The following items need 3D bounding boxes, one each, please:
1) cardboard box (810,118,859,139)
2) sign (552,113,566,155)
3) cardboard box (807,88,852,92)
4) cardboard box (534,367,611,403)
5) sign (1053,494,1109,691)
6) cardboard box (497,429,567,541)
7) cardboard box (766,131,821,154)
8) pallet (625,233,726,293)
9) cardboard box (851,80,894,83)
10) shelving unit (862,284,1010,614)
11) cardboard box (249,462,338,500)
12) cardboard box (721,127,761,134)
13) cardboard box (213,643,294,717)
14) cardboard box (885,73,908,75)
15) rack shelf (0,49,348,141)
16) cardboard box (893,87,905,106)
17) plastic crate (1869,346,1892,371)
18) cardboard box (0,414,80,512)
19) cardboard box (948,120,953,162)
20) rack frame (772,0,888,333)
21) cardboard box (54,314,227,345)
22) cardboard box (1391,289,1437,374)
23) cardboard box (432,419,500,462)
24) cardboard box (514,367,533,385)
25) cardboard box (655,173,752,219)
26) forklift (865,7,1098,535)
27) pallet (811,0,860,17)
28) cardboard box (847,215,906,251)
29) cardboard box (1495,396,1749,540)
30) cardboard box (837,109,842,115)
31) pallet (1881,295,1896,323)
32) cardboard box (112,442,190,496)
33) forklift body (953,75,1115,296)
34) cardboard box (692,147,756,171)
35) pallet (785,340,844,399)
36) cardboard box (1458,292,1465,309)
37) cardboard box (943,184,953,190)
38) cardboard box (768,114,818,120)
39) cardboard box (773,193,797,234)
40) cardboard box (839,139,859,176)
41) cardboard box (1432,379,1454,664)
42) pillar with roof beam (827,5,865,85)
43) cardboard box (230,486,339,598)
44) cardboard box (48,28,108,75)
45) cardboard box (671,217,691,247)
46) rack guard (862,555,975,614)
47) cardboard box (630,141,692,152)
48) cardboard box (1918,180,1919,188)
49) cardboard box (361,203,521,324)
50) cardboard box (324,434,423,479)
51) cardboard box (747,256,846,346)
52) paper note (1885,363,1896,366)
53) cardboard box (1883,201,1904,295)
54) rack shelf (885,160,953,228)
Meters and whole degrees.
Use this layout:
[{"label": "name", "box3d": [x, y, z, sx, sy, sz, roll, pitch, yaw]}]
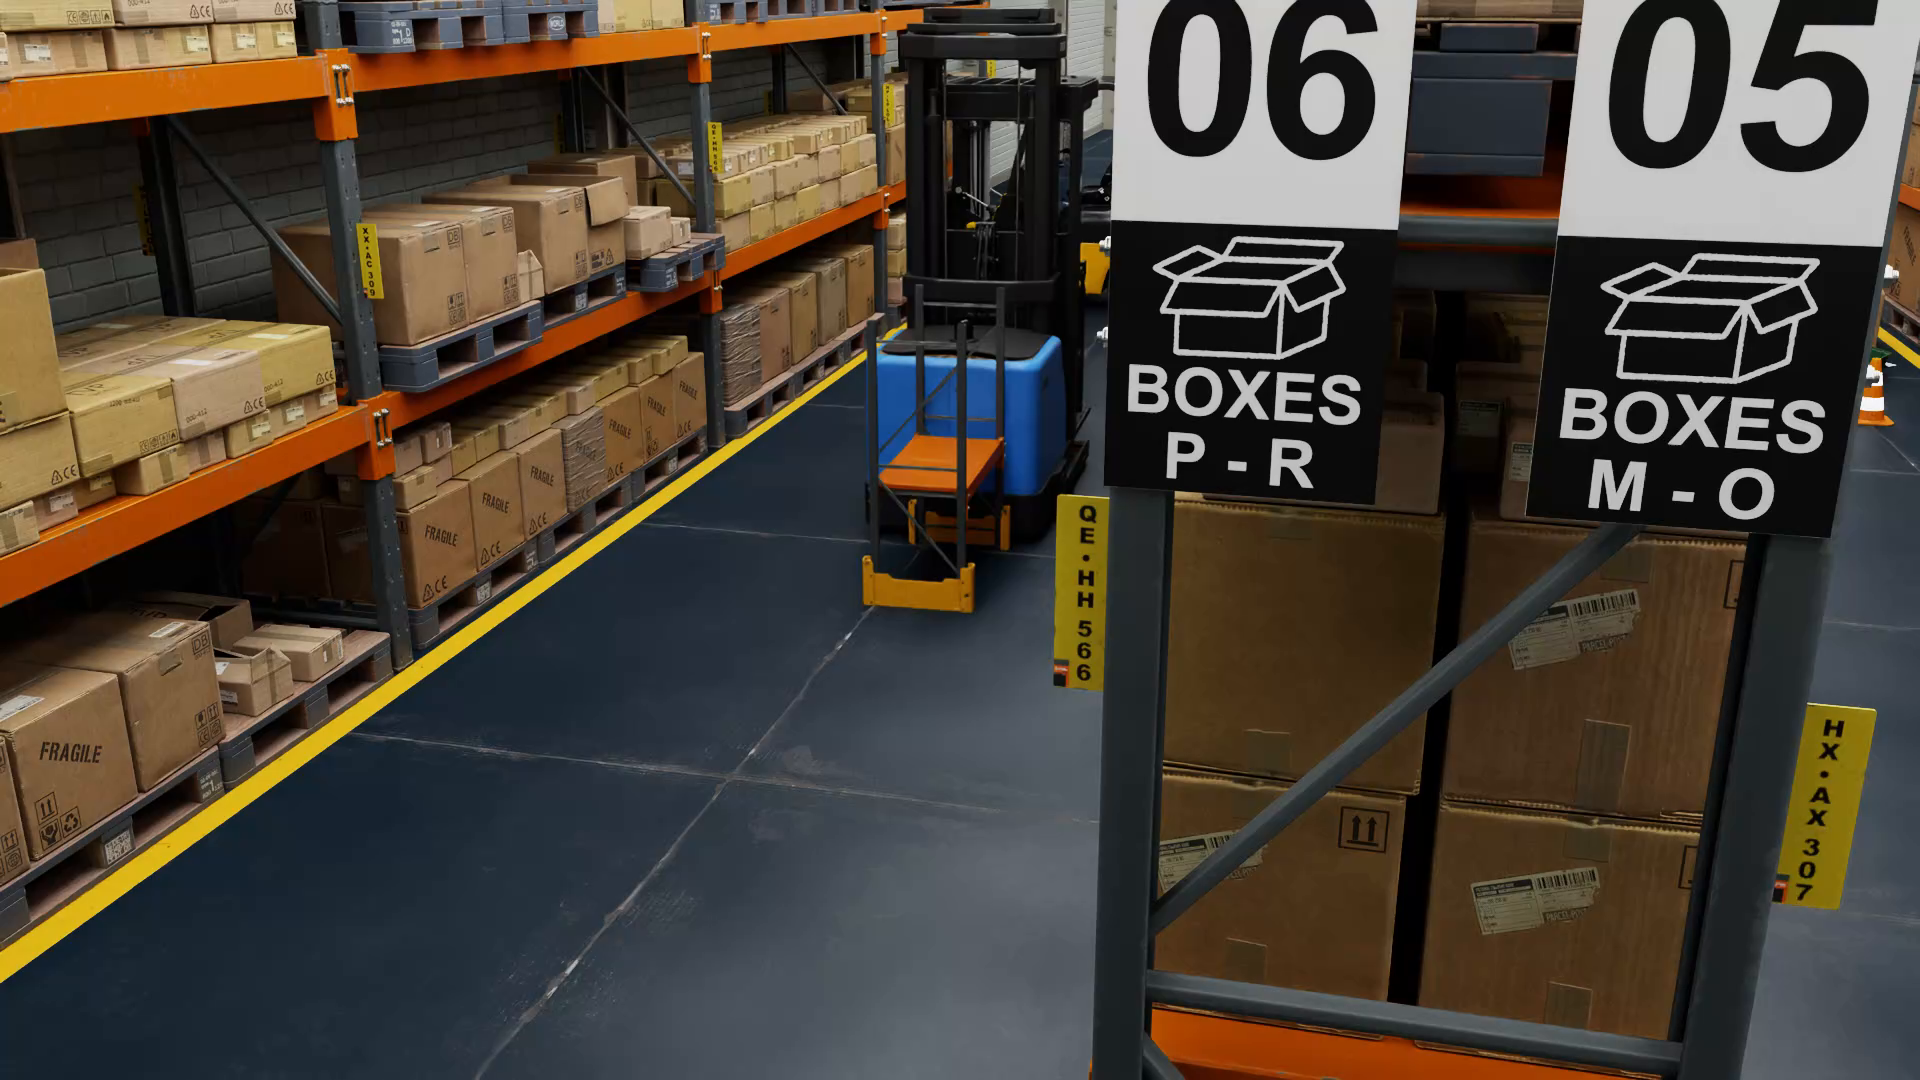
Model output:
[{"label": "cardboard box", "box3d": [-1.073, -3.505, 14.151, 0.380, 0.149, 0.250, 4, 19, 13]}, {"label": "sign", "box3d": [-2.676, -2.695, 11.146, 0.100, 0.325, 0.005, 5, 19, 13]}, {"label": "cardboard box", "box3d": [-1.221, -4.136, 15.539, 0.380, 0.149, 0.250, 4, 19, 13]}, {"label": "cardboard box", "box3d": [-2.324, -0.928, 9.977, 0.380, 0.149, 0.250, 4, 19, 13]}, {"label": "sign", "box3d": [0.200, 0.087, 2.635, 0.100, 0.325, 0.005, 5, 19, 13]}, {"label": "cardboard box", "box3d": [-2.531, -0.324, 9.213, 0.500, 0.500, 0.500, 4, 19, 12]}, {"label": "cardboard box", "box3d": [-1.301, -3.096, 12.952, 0.380, 0.149, 0.250, 4, 19, 12]}, {"label": "pallet", "box3d": [-2.234, -1.795, 10.600, 1.213, 0.211, 1.003, 5, 19, 13]}, {"label": "cardboard box", "box3d": [-0.877, -4.536, 16.708, 0.380, 0.149, 0.250, 5, 19, 14]}, {"label": "shelving unit", "box3d": [-0.110, -0.518, 8.885, 0.587, 1.500, 1.083, 4, 19, 11]}, {"label": "cardboard box", "box3d": [-3.304, -0.311, 8.173, 0.380, 0.149, 0.250, 4, 19, 11]}, {"label": "cardboard box", "box3d": [-1.816, -3.224, 13.327, 0.380, 0.149, 0.250, 5, 19, 13]}, {"label": "cardboard box", "box3d": [-3.052, 0.554, 7.004, 0.396, 0.266, 0.258, 5, 20, 15]}, {"label": "cardboard box", "box3d": [-0.597, -4.940, 17.891, 0.380, 0.149, 0.250, 5, 20, 15]}, {"label": "rack shelf", "box3d": [-3.603, -1.303, 5.333, 1.077, 0.370, 4.000, 5, 19, 13]}, {"label": "cardboard box", "box3d": [-0.601, -4.172, 15.643, 0.380, 0.149, 0.250, 5, 20, 15]}, {"label": "plastic crate", "box3d": [7.252, -1.462, 13.590, 0.450, 0.188, 0.662, 29, 33, 36]}, {"label": "cardboard box", "box3d": [-3.371, -0.267, 5.600, 0.500, 0.250, 0.500, 4, 19, 12]}, {"label": "cardboard box", "box3d": [-0.308, -4.162, 17.076, 0.500, 0.500, 0.500, 4, 19, 12]}, {"label": "rack frame", "box3d": [-1.159, -3.358, 14.878, 1.000, 3.000, 0.127, 5, 19, 13]}, {"label": "cardboard box", "box3d": [-3.497, -0.786, 7.121, 0.500, 0.250, 0.500, 4, 19, 13]}, {"label": "cardboard box", "box3d": [0.871, -0.483, 3.755, 0.380, 0.149, 0.250, 4, 19, 13]}, {"label": "cardboard box", "box3d": [-2.670, -0.526, 8.801, 0.380, 0.149, 0.250, 4, 19, 12]}, {"label": "cardboard box", "box3d": [-2.813, -0.959, 10.069, 0.380, 0.149, 0.250, 4, 19, 12]}, {"label": "cardboard box", "box3d": [-1.767, -2.388, 11.496, 0.500, 0.250, 0.500, 5, 19, 13]}, {"label": "forklift", "box3d": [0.257, -1.852, 10.575, 1.130, 2.935, 3.031, 4, 19, 11]}, {"label": "pallet", "box3d": [-1.362, -4.410, 13.612, 0.805, 0.209, 1.217, 4, 19, 11]}, {"label": "cardboard box", "box3d": [-0.737, -2.856, 15.465, 0.500, 0.250, 0.500, 4, 19, 13]}, {"label": "cardboard box", "box3d": [1.078, -0.123, 2.701, 0.380, 0.149, 0.250, 5, 20, 15]}, {"label": "cardboard box", "box3d": [-1.302, -3.915, 15.349, 0.380, 0.149, 0.250, 4, 19, 12]}, {"label": "pallet", "box3d": [9.337, -2.285, 16.052, 1.003, 0.211, 1.213, 5, 19, 13]}, {"label": "cardboard box", "box3d": [-3.155, -0.283, 6.263, 0.380, 0.149, 0.250, 4, 19, 13]}, {"label": "forklift body", "box3d": [1.124, -3.472, 16.524, 2.313, 2.155, 1.214, 5, 19, 13]}, {"label": "cardboard box", "box3d": [-1.671, -2.702, 11.798, 0.380, 0.149, 0.250, 5, 20, 15]}, {"label": "pallet", "box3d": [-1.597, -1.421, 13.521, 1.003, 0.211, 1.213, 5, 19, 13]}, {"label": "cardboard box", "box3d": [1.515, -0.692, 4.367, 0.380, 0.149, 0.250, 5, 19, 13]}, {"label": "cardboard box", "box3d": [-0.111, -3.653, 17.799, 0.500, 0.250, 0.500, 5, 19, 14]}, {"label": "cardboard box", "box3d": [-1.453, -3.619, 14.484, 0.380, 0.149, 0.250, 4, 19, 12]}, {"label": "cardboard box", "box3d": [-1.544, -2.472, 12.517, 0.500, 0.250, 0.500, 4, 19, 12]}, {"label": "cardboard box", "box3d": [-1.150, -3.188, 13.838, 0.500, 0.250, 0.500, 4, 19, 12]}, {"label": "cardboard box", "box3d": [1.236, -0.017, 3.395, 0.500, 0.500, 0.500, 4, 19, 12]}, {"label": "pillar with roof beam", "box3d": [2.948, -6.964, 16.153, 9.100, 9.000, 0.400, 5, 19, 13]}, {"label": "cardboard box", "box3d": [-3.281, -0.044, 8.392, 0.500, 0.500, 0.500, 5, 19, 13]}, {"label": "cardboard box", "box3d": [-3.210, -1.697, 5.763, 0.380, 0.149, 0.250, 5, 20, 15]}, {"label": "cardboard box", "box3d": [-1.925, -1.948, 10.489, 0.380, 0.149, 0.250, 5, 19, 14]}, {"label": "rack guard", "box3d": [-0.214, 0.231, 8.626, 0.587, 0.250, 0.087, 4, 19, 11]}, {"label": "cardboard box", "box3d": [-2.183, -2.826, 12.163, 0.380, 0.149, 0.250, 4, 19, 12]}, {"label": "cardboard box", "box3d": [8.949, -3.304, 14.487, 0.875, 0.550, 0.500, 5, 19, 13]}, {"label": "cardboard box", "box3d": [-2.652, -1.393, 8.320, 0.700, 0.500, 0.500, 5, 19, 14]}, {"label": "cardboard box", "box3d": [-2.827, -0.410, 8.002, 0.380, 0.149, 0.250, 4, 19, 12]}, {"label": "cardboard box", "box3d": [-1.473, -2.026, 14.002, 0.875, 0.625, 0.625, 4, 19, 13]}, {"label": "paper note", "box3d": [7.766, -1.485, 13.988, 0.147, 0.020, 0.142, -9, 21, -24]}, {"label": "cardboard box", "box3d": [9.355, -2.837, 15.991, 0.875, 0.875, 0.875, 5, 19, 14]}, {"label": "rack shelf", "box3d": [-0.671, -3.644, 16.830, 1.077, 0.370, 4.000, 5, 19, 13]}]
